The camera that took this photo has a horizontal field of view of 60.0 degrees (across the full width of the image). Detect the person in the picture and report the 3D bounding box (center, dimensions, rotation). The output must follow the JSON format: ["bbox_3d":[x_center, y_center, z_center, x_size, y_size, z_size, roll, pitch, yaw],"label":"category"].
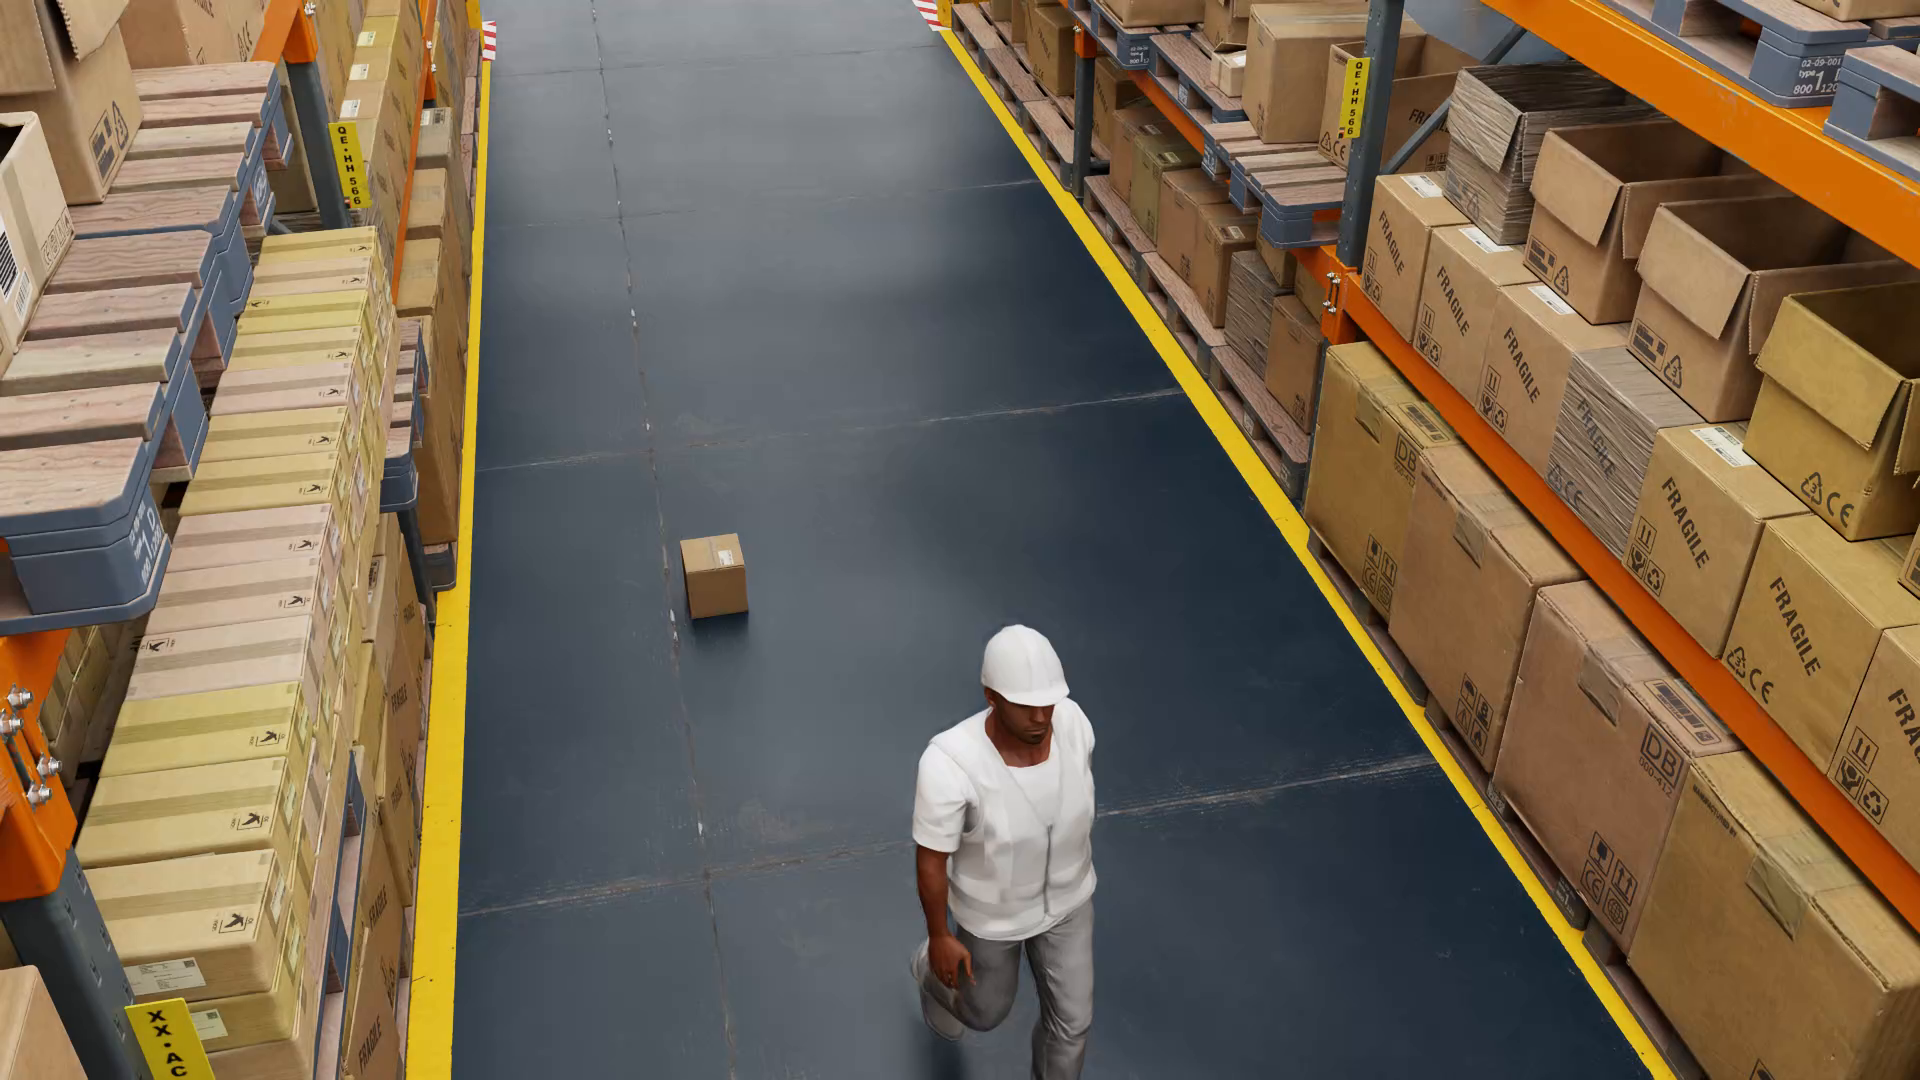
[{"bbox_3d":[0.136,0.980,4.666,0.580,1.740,0.879,-16,37,-23],"label":"person"}]
